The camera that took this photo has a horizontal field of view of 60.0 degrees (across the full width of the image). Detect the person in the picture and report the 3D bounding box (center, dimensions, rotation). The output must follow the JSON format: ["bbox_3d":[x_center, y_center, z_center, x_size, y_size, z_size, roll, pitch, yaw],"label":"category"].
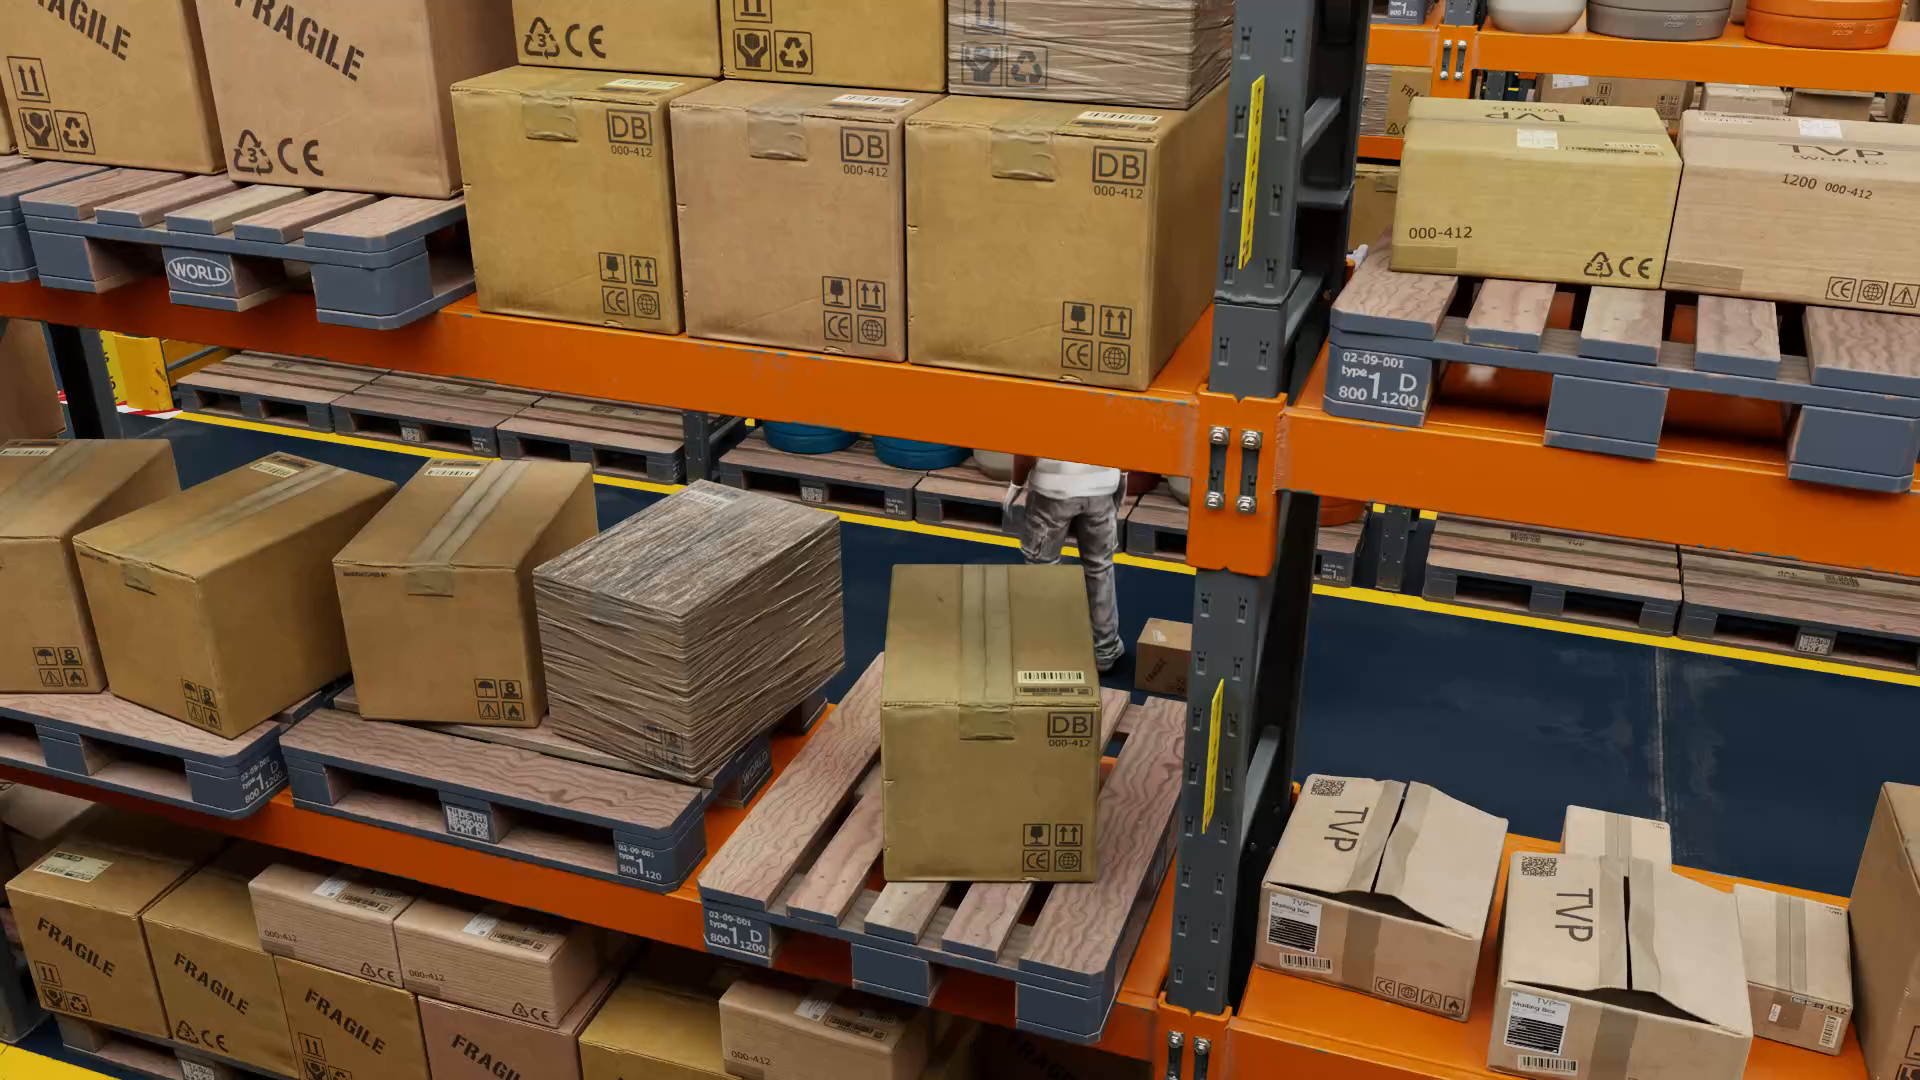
[{"bbox_3d":[0.493,-0.247,7.536,0.615,1.784,0.446,-9,27,-18],"label":"person"}]
